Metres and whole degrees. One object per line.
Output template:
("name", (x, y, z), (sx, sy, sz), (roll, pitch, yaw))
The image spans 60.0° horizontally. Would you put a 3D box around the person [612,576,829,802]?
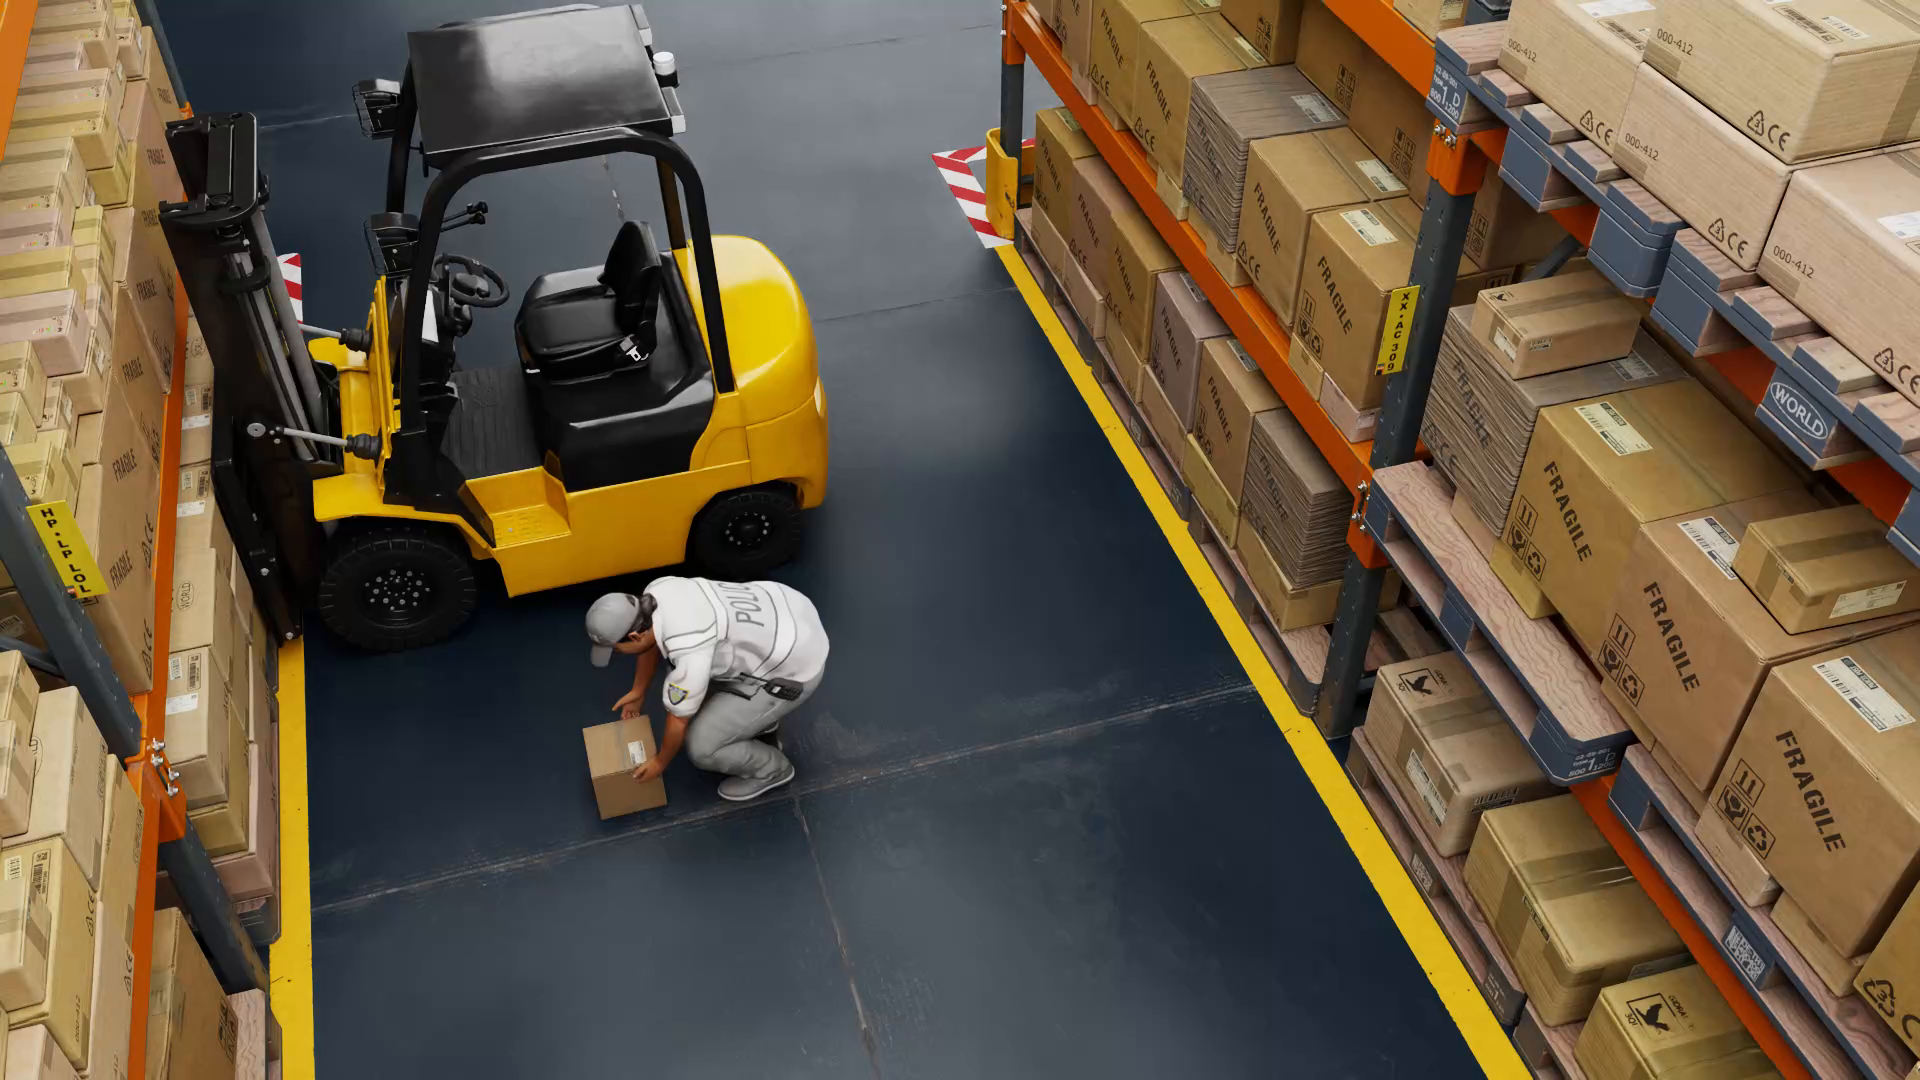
("person", (-0.880, 0.503, 6.082), (0.810, 1.034, 0.532), (-12, 44, -13))
